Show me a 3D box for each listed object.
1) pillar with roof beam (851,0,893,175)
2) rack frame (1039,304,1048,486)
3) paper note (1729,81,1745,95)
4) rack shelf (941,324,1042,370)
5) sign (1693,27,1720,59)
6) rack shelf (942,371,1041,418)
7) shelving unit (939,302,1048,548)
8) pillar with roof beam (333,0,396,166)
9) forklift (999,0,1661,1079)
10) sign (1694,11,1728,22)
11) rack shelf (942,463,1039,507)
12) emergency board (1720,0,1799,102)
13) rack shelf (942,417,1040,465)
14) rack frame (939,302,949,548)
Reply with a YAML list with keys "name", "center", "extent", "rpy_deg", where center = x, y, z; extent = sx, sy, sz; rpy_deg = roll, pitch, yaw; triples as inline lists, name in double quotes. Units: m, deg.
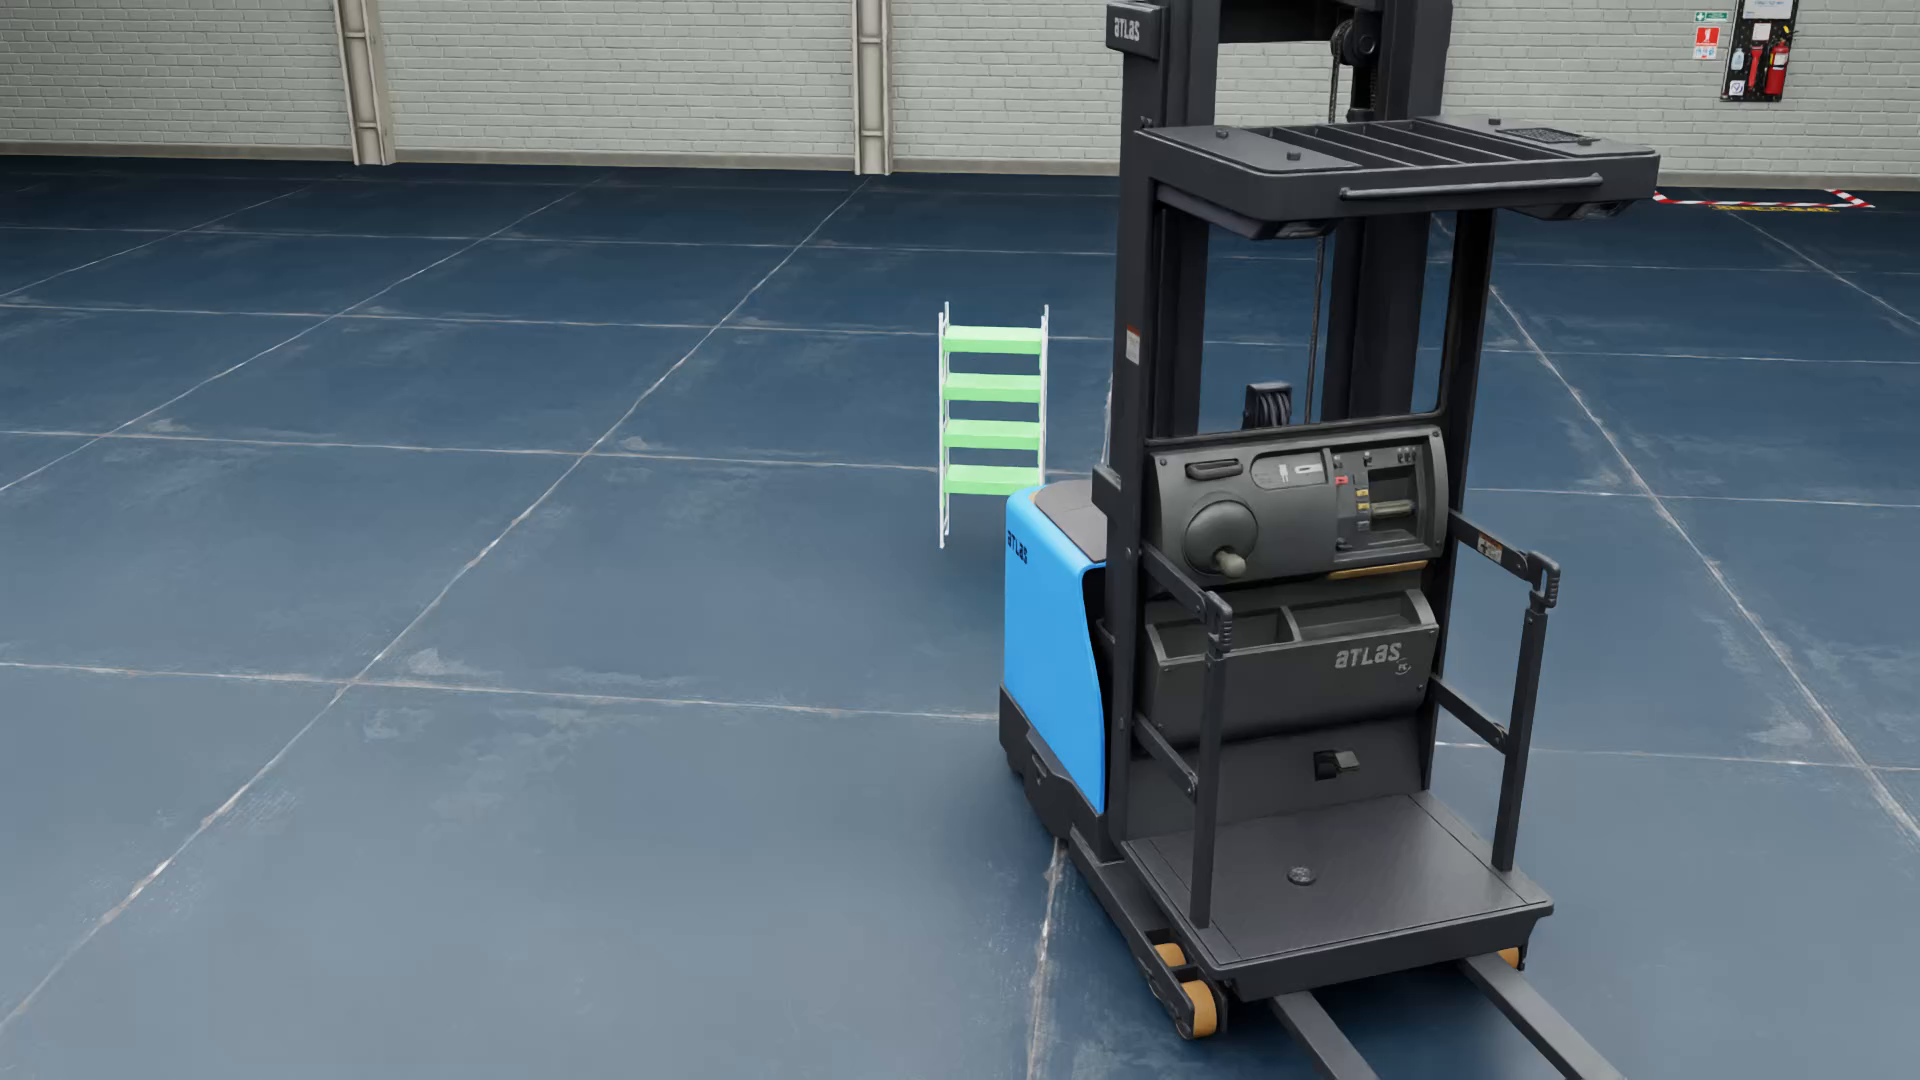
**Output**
- name: "pillar with roof beam"
  center: [-1.492, -6.831, 13.478]
  extent: [0.400, 9.000, 9.100]
  rpy_deg: [2, 22, 6]
- name: "rack frame"
  center: [0.407, -0.540, 8.174]
  extent: [0.015, 1.200, 0.240]
  rpy_deg: [2, 22, 6]
- name: "paper note"
  center: [8.314, -4.838, 17.794]
  extent: [0.142, 0.148, 0.016]
  rpy_deg: [2, 22, 6]
- name: "rack shelf"
  center: [0.164, -0.938, 8.048]
  extent: [0.480, 0.148, 0.258]
  rpy_deg: [2, 22, 6]
- name: "sign"
  center: [7.945, -5.293, 17.699]
  extent: [0.234, 0.329, 0.001]
  rpy_deg: [2, 22, 6]
- name: "rack shelf"
  center: [0.164, -0.715, 8.136]
  extent: [0.480, 0.148, 0.258]
  rpy_deg: [2, 22, 6]
- name: "shelving unit"
  center: [0.164, -0.551, 8.201]
  extent: [0.503, 1.200, 0.258]
  rpy_deg: [2, 22, 6]
- name: "pillar with roof beam"
  center: [-7.450, -7.091, 14.135]
  extent: [0.400, 9.000, 9.100]
  rpy_deg: [2, 22, 6]
- name: "forklift"
  center: [1.070, -0.088, 4.675]
  extent: [1.130, 2.935, 3.031]
  rpy_deg: [-6, 22, -16]
- name: "sign"
  center: [7.949, -5.536, 17.592]
  extent: [0.331, 0.109, 0.001]
  rpy_deg: [2, 22, 6]
- name: "rack shelf"
  center: [0.164, -0.268, 8.313]
  extent: [0.480, 0.148, 0.258]
  rpy_deg: [2, 22, 6]
- name: "emergency board"
  center: [8.482, -5.214, 17.549]
  extent: [0.643, 1.169, 0.194]
  rpy_deg: [2, 22, 6]
- name: "rack shelf"
  center: [0.164, -0.491, 8.225]
  extent: [0.480, 0.148, 0.258]
  rpy_deg: [2, 22, 6]
- name: "rack frame"
  center: [-0.078, -0.561, 8.228]
  extent: [0.015, 1.200, 0.240]
  rpy_deg: [2, 22, 6]
